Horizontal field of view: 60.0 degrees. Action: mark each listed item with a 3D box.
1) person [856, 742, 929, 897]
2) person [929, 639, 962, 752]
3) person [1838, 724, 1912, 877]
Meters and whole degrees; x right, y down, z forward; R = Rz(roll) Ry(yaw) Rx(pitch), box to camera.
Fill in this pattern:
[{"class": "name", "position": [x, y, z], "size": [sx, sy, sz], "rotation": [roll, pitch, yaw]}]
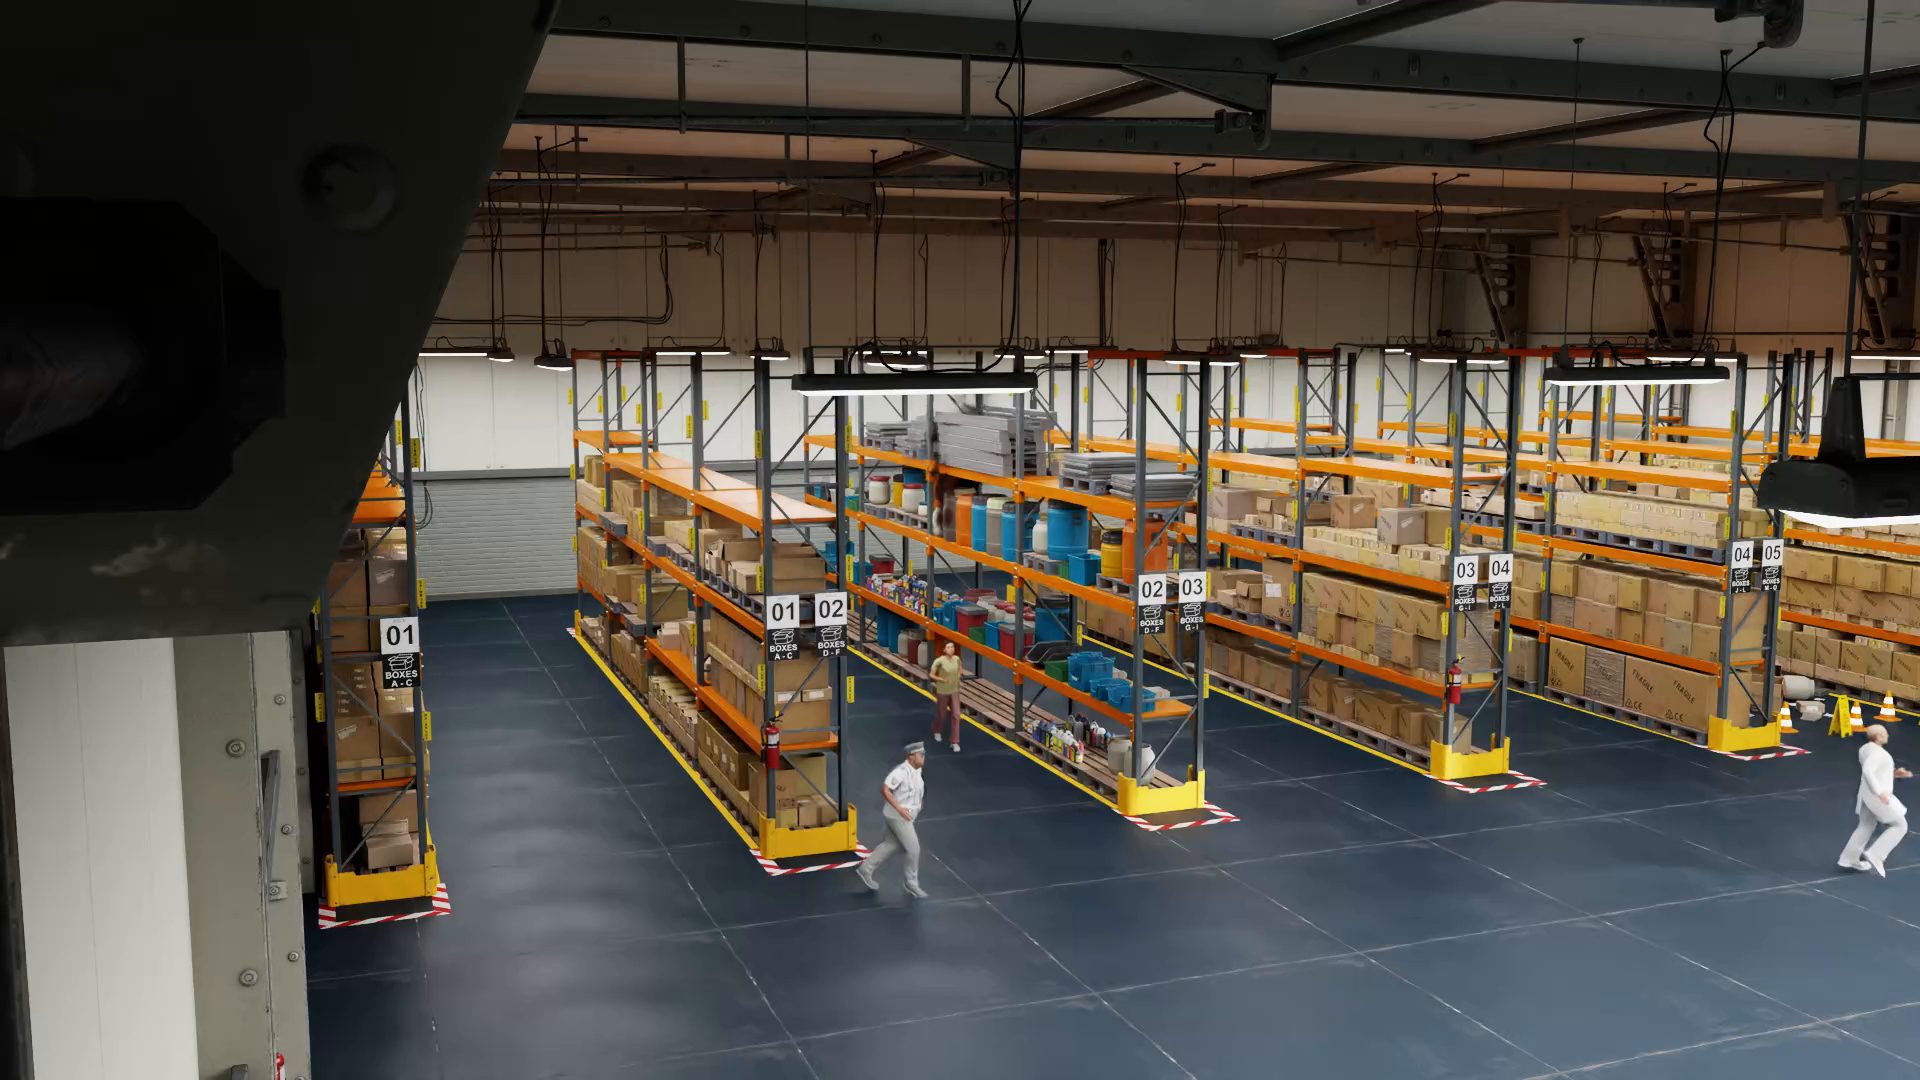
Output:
[{"class": "person", "position": [-0.746, 3.151, 18.887], "size": [0.873, 1.791, 0.683], "rotation": [2, 7, 15]}, {"class": "person", "position": [-0.187, 2.330, 25.340], "size": [0.585, 1.658, 0.897], "rotation": [-3, 8, -22]}, {"class": "person", "position": [10.744, 3.043, 19.468], "size": [0.762, 1.790, 0.675], "rotation": [0, 7, 3]}]
